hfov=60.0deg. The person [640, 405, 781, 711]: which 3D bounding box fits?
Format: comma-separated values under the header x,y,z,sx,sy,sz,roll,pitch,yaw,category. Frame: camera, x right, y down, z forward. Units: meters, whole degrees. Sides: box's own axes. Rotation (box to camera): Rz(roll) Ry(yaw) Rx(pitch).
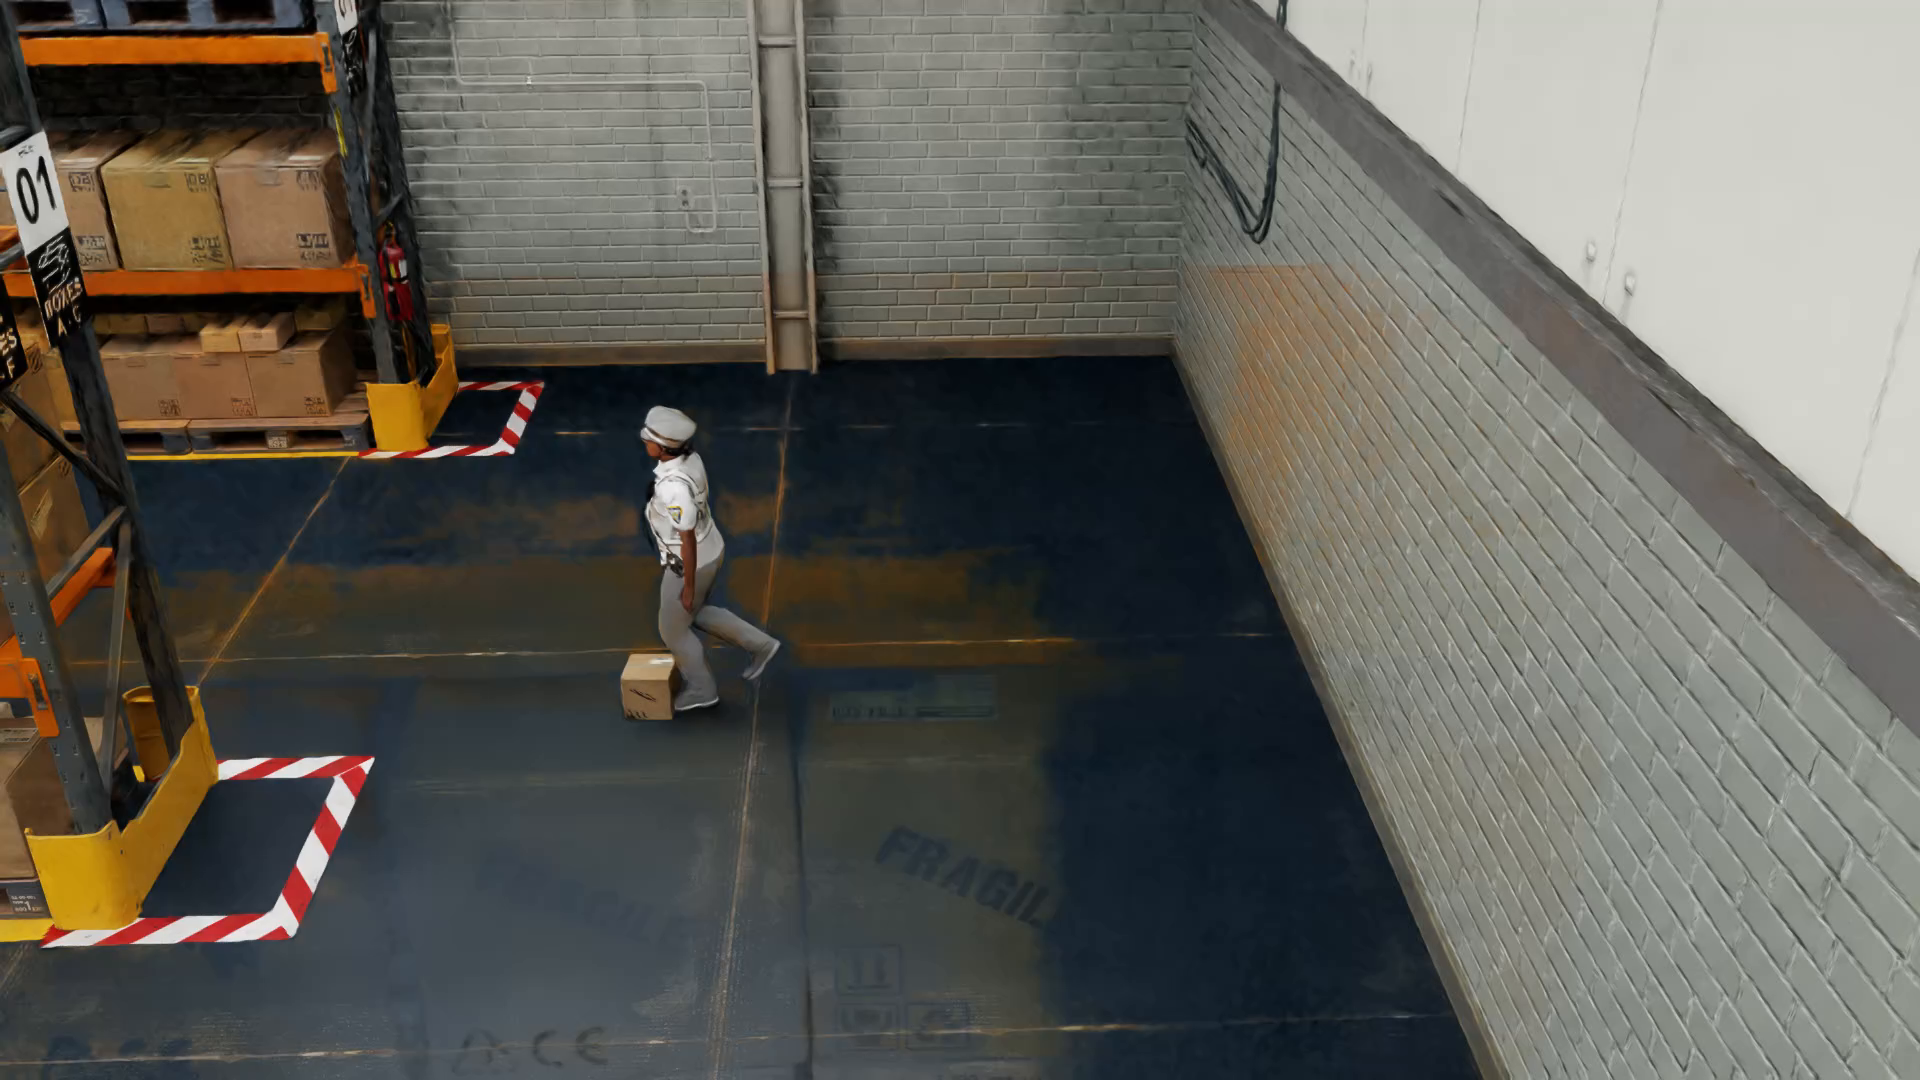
x,y,z,sx,sy,sz,roll,pitch,yaw,category
-1.253,0.102,8.392,0.604,1.667,0.490,2,28,4,person
